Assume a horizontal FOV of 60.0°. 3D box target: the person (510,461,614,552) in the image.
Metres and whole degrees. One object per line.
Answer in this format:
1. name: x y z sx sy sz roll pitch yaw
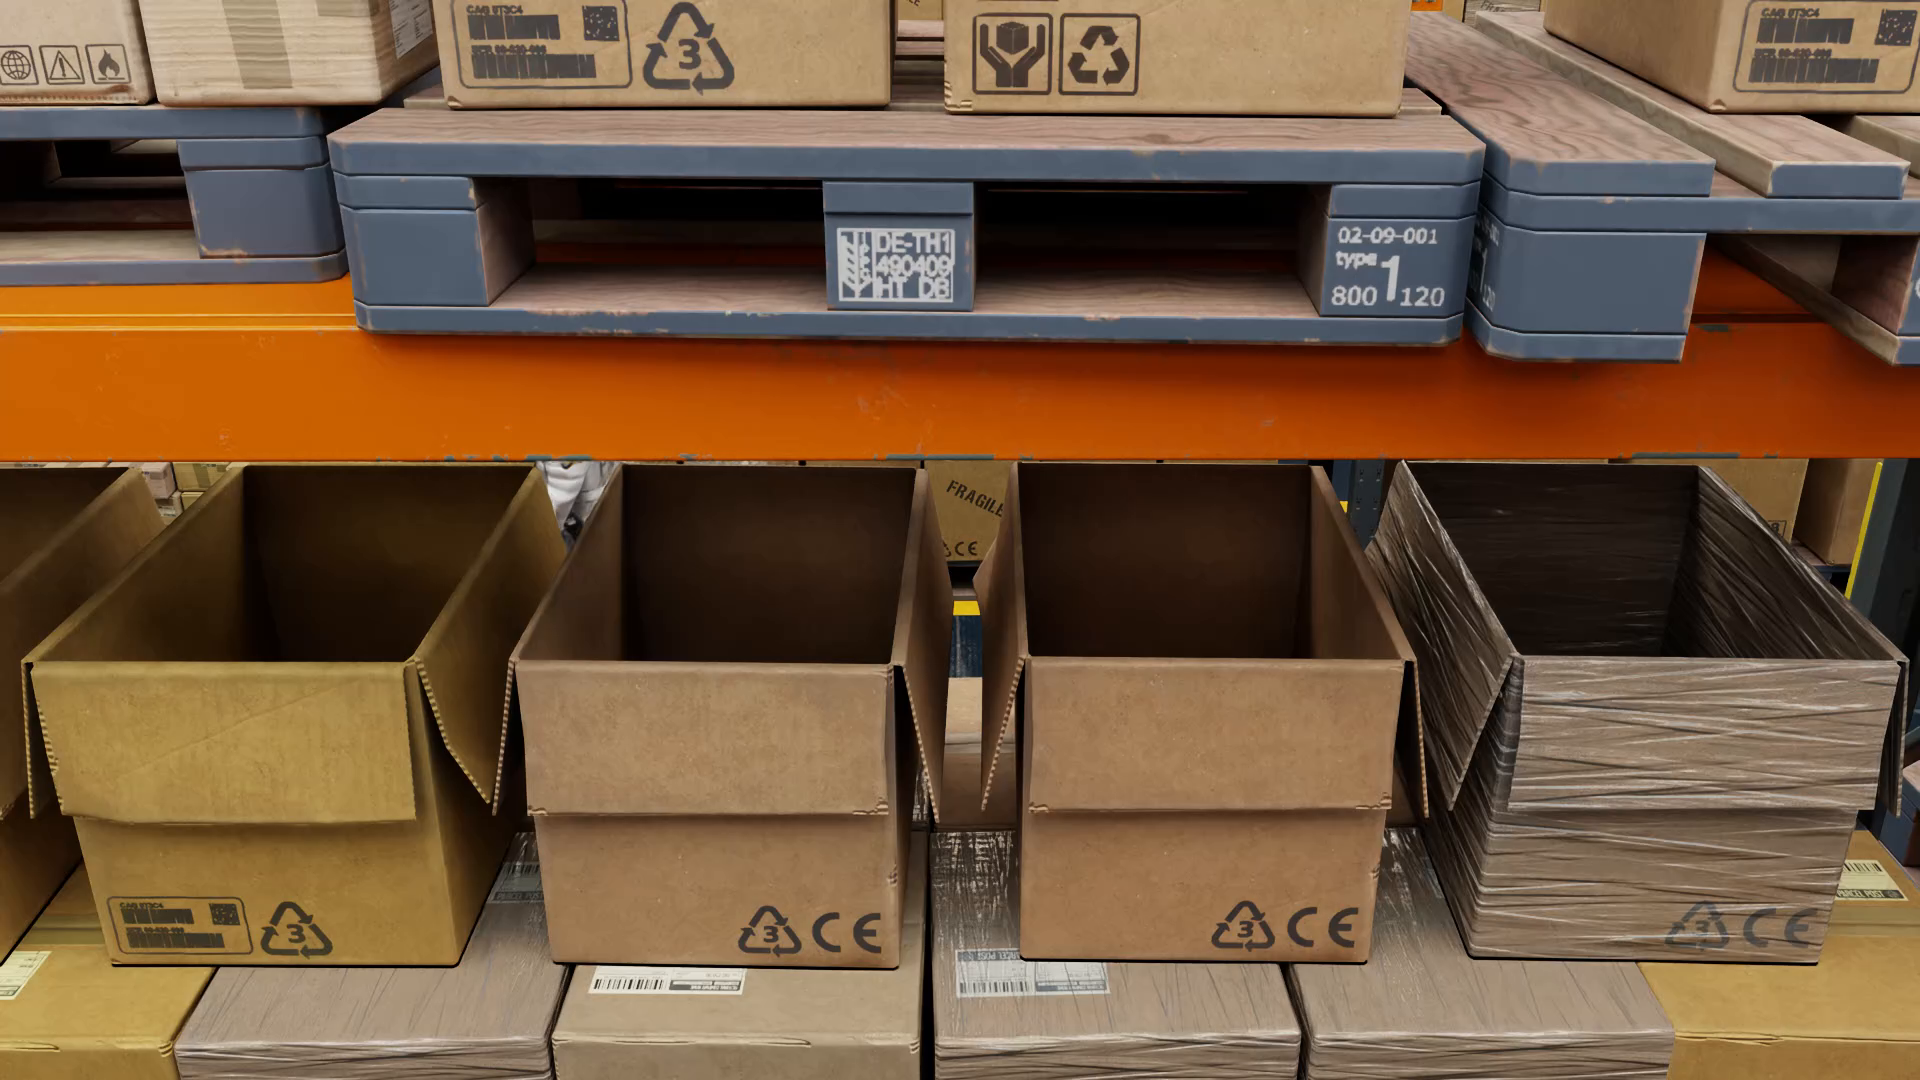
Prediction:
1. person: -1.492 -0.021 6.116 0.835 1.691 0.500 -1 24 -3
